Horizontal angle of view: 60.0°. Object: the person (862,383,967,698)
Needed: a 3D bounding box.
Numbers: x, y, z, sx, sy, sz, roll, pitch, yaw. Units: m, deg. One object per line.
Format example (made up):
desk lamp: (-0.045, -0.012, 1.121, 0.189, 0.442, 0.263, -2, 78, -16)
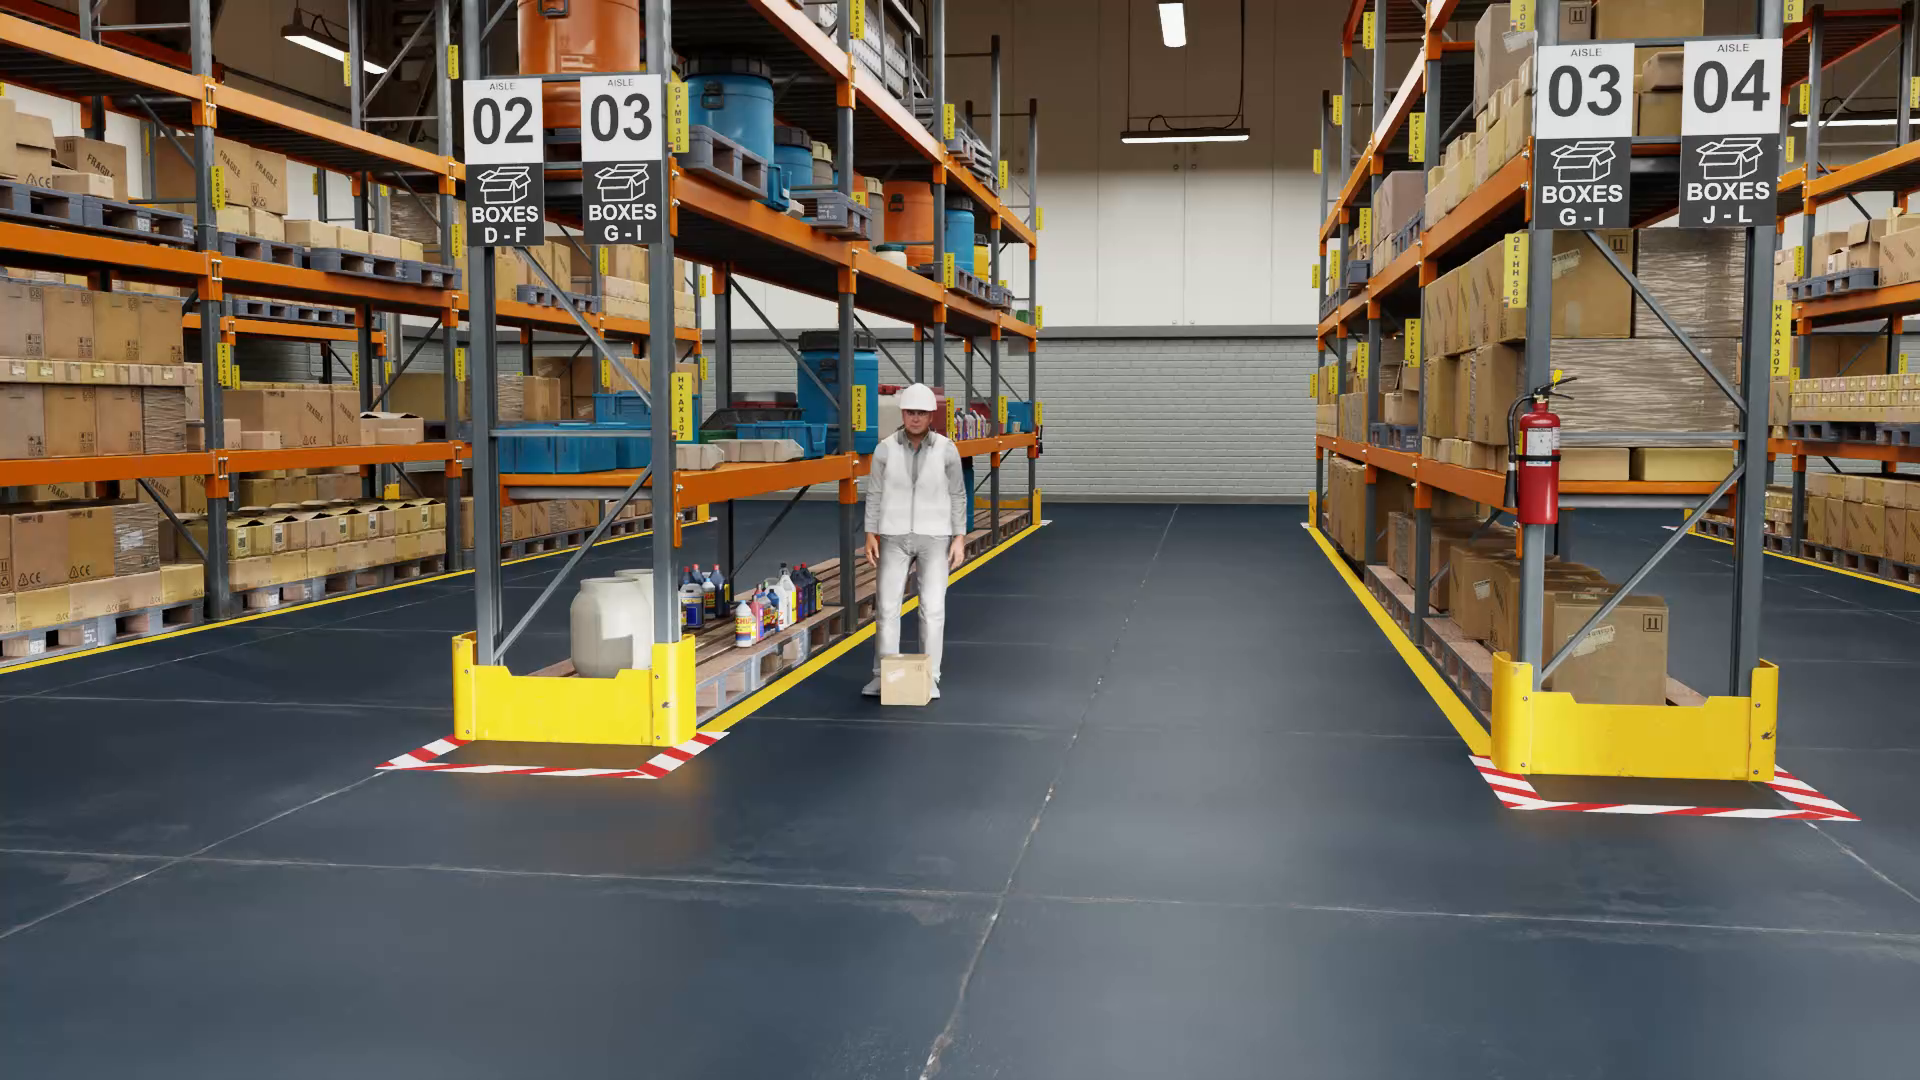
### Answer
person: (-0.257, -0.001, 9.470, 0.594, 1.772, 0.472, 0, 4, 5)
